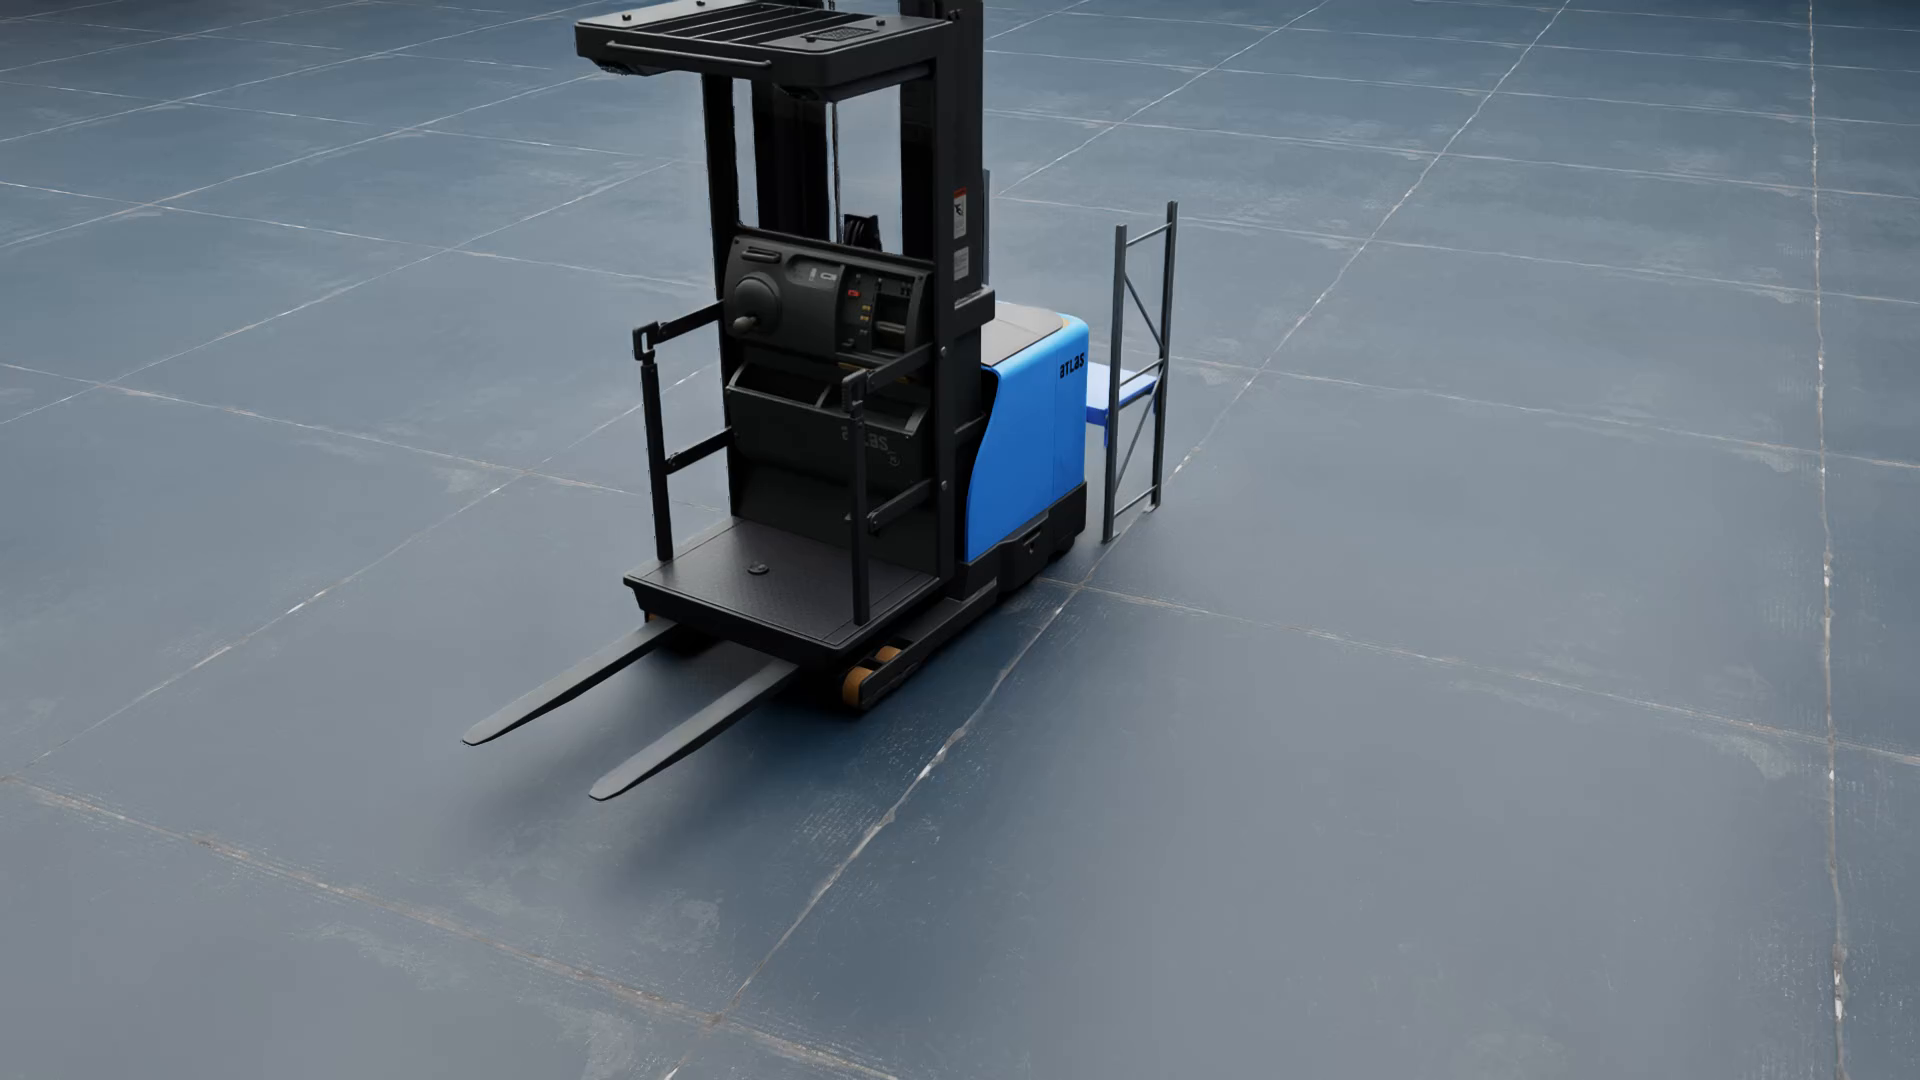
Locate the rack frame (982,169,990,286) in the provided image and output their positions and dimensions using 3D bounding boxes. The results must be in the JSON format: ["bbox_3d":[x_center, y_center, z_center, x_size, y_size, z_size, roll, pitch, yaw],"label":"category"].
[{"bbox_3d":[-0.013,-1.013,8.110,0.032,1.500,0.500,17,31,31],"label":"rack frame"}]

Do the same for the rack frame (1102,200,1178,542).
[{"bbox_3d":[0.819,-0.755,7.586,0.032,1.500,0.500,17,31,31],"label":"rack frame"}]

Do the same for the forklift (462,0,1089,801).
[{"bbox_3d":[-0.642,-0.895,6.250,1.130,2.935,3.031,16,30,29],"label":"forklift"}]

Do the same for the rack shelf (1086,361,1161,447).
[{"bbox_3d":[0.403,-0.723,7.927,1.000,0.185,0.538,17,31,31],"label":"rack shelf"}]

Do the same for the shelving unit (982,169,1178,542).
[{"bbox_3d":[0.403,-0.884,7.848,1.048,1.500,0.538,17,31,31],"label":"shelving unit"}]
